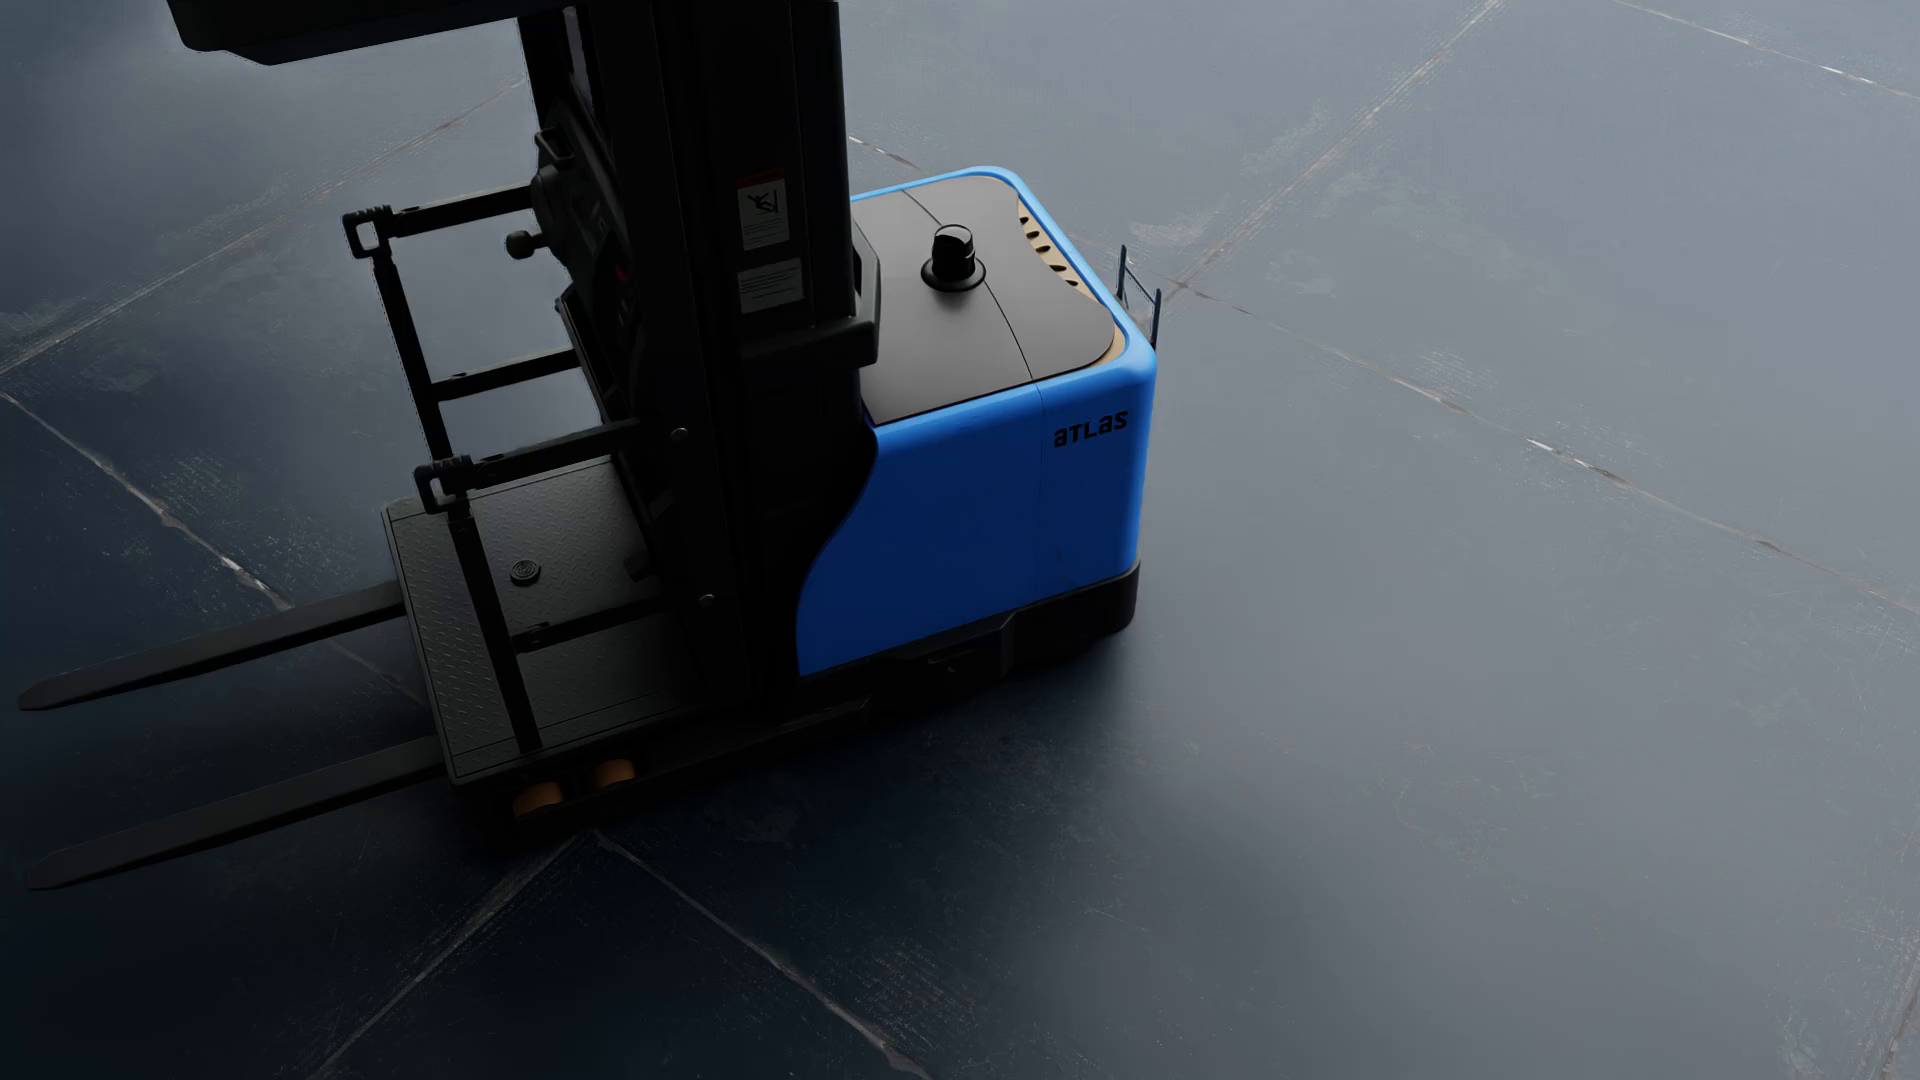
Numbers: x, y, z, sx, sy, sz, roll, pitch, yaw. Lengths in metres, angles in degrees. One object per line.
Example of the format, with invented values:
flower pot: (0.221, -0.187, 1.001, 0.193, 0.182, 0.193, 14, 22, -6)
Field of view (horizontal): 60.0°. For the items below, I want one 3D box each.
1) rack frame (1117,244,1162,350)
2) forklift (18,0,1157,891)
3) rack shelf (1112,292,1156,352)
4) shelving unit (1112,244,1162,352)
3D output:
rack frame: (0.518, -0.468, 5.074, 0.006, 0.900, 0.240, -17, 49, -16)
forklift: (-1.046, -0.641, 3.836, 3.031, 2.935, 1.130, -17, 49, -16)
rack shelf: (0.425, -0.602, 4.876, 0.200, 0.077, 0.258, -17, 49, -16)
shelving unit: (0.425, -0.439, 5.047, 0.210, 0.900, 0.258, -17, 49, -16)
